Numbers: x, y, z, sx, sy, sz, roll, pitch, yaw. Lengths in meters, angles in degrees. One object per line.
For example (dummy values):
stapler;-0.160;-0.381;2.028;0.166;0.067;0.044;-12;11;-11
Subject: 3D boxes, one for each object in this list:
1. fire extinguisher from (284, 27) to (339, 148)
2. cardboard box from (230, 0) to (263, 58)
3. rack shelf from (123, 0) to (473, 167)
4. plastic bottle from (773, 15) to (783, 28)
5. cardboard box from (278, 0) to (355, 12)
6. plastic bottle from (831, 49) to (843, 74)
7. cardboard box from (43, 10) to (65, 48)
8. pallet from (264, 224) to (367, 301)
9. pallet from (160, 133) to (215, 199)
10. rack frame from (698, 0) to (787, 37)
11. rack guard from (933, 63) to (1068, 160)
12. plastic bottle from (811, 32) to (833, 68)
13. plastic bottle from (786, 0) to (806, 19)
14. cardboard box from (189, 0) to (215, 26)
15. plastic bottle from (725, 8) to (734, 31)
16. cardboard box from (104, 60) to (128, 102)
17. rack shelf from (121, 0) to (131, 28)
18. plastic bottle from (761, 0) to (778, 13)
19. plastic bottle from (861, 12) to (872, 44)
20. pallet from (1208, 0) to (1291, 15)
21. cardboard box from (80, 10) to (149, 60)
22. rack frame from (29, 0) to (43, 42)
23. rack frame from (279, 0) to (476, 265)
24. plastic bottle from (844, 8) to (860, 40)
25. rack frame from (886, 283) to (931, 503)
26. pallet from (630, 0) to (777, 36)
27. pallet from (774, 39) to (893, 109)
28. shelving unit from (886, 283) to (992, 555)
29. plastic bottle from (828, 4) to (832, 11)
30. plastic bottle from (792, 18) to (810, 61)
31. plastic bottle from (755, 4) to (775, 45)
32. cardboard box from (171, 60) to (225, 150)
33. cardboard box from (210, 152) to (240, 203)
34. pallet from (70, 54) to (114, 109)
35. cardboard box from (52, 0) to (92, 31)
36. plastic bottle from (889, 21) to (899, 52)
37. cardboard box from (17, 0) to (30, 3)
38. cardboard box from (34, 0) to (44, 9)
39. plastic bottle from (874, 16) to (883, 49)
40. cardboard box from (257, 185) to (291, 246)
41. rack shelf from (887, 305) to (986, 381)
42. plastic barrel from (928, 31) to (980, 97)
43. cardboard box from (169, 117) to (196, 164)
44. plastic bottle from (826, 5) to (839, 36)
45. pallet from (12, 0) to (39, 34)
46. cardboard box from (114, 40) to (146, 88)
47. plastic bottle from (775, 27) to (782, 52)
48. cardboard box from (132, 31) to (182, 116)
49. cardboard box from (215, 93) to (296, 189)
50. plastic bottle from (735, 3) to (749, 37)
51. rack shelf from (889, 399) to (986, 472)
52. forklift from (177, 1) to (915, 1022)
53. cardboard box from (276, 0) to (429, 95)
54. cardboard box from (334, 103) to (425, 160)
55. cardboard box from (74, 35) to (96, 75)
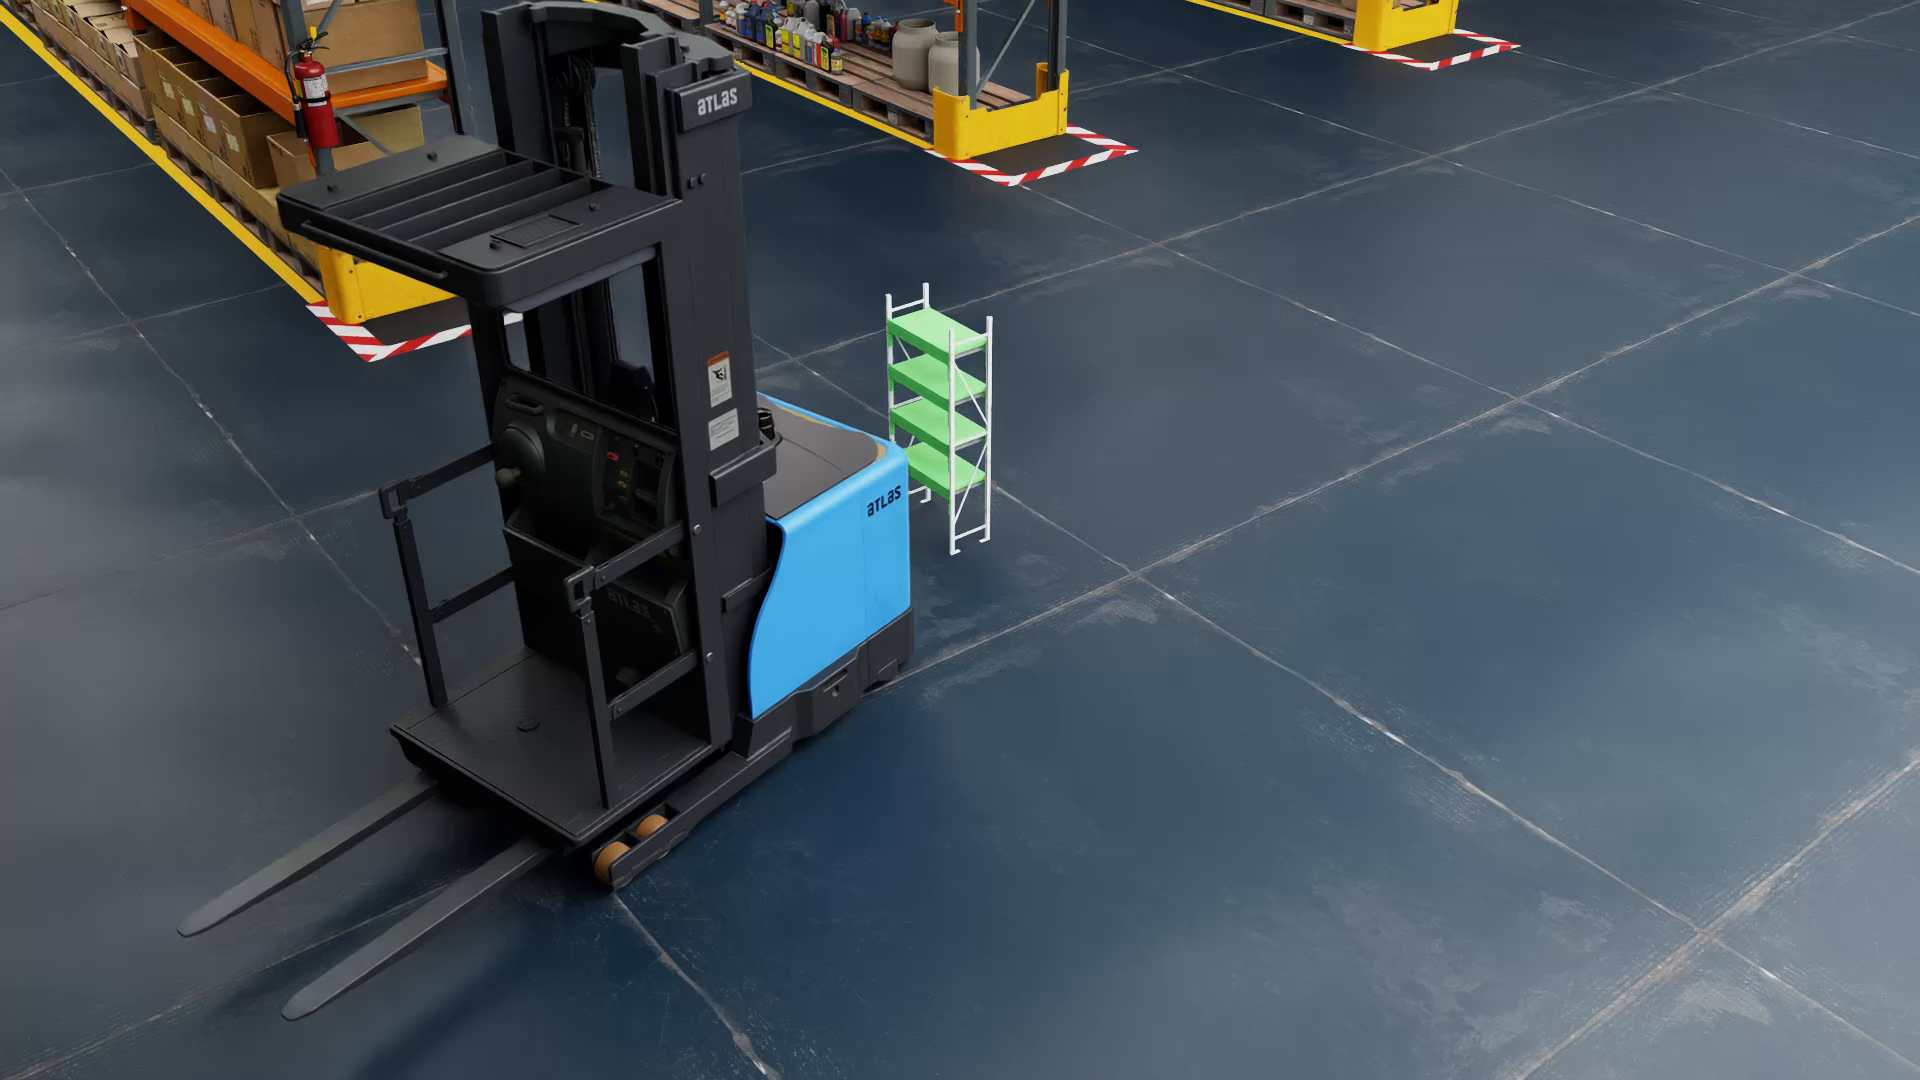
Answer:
fire extinguisher;-3.794;-2.649;9.746;0.296;0.674;0.183;-22;38;-31
cardboard box;-4.401;-3.549;11.027;0.700;0.500;0.500;-22;38;-31
rack shelf;-4.726;-3.410;11.579;1.077;0.370;4.000;-22;38;-31
plastic bottle;-1.635;-4.579;14.949;0.097;0.271;0.097;0;32;0
cardboard box;-3.884;-3.298;10.007;0.380;0.149;0.250;-23;39;-32
plastic bottle;-1.057;-4.105;14.251;0.097;0.201;0.097;0;32;0
cardboard box;-8.007;-4.704;15.189;0.500;0.250;0.500;-23;39;-33
pallet;-4.002;-2.003;11.274;1.003;0.211;1.213;-22;38;-31
pallet;-5.498;-3.019;12.911;1.003;0.211;1.213;-22;38;-31
rack frame;-2.037;-6.150;15.309;1.000;3.000;0.127;-22;38;-31
rack guard;0.332;-3.438;13.311;1.175;0.500;0.348;-22;38;-31
plastic bottle;-1.190;-4.250;14.415;0.152;0.276;0.135;-22;38;-31
plastic bottle;-1.529;-4.990;15.535;0.144;0.351;0.185;-22;38;-31
cardboard box;-5.042;-3.980;11.721;0.700;0.500;0.500;-22;38;-31
plastic bottle;-2.126;-4.831;15.421;0.097;0.201;0.097;0;32;0
cardboard box;-6.744;-3.850;13.813;0.500;0.250;0.500;-23;39;-32
rack shelf;-7.179;-5.077;14.263;1.077;0.370;4.000;-22;38;-31
plastic bottle;-1.756;-4.788;15.209;0.144;0.351;0.185;-22;38;-31
plastic bottle;-0.846;-4.636;15.041;0.097;0.271;0.097;0;32;0
pallet;3.067;-5.791;17.373;1.003;0.211;1.213;-22;38;-31
cardboard box;-7.055;-4.297;14.002;0.500;0.311;0.500;-22;38;-32
rack frame;-8.405;-6.216;15.415;1.000;3.000;0.127;-22;38;-31
rack frame;-3.499;-2.882;10.047;1.000;3.000;0.127;-22;38;-31
plastic bottle;-1.002;-4.721;15.173;0.152;0.276;0.135;-22;38;-31
rack frame;-0.251;-0.680;8.208;0.240;1.200;0.015;-22;38;-31
pallet;-2.550;-5.280;16.551;1.003;0.211;1.213;-22;38;-31
pallet;-0.906;-4.163;14.753;1.003;0.211;1.213;-22;38;-31
shelving unit;-0.101;-0.579;8.045;0.258;1.200;0.503;-22;38;-31
plastic bottle;-1.164;-4.873;15.411;0.061;0.283;0.133;-20;37;-28
plastic bottle;-1.380;-4.408;14.597;0.144;0.351;0.185;-21;37;-29
plastic bottle;-1.754;-4.662;15.007;0.144;0.351;0.185;-24;39;-33
cardboard box;-5.302;-3.167;12.003;0.500;0.500;0.500;-22;38;-31
cardboard box;-4.991;-2.641;11.868;0.500;0.250;0.500;-22;38;-31
pallet;-7.187;-4.168;14.760;1.003;0.211;1.213;-22;38;-31
cardboard box;-7.676;-4.722;14.686;0.500;0.311;0.500;-23;39;-33
plastic bottle;-0.574;-4.473;14.766;0.061;0.283;0.133;-22;38;-31
cardboard box;-9.164;-5.655;16.464;0.500;0.500;0.500;-21;37;-30
cardboard box;-8.316;-5.151;15.378;0.500;0.311;0.500;-21;37;-30
plastic bottle;-0.722;-4.552;14.905;0.097;0.271;0.097;0;32;0
cardboard box;-4.378;-2.225;11.197;0.500;0.250;0.500;-22;38;-31
rack shelf;-0.101;-0.932;7.825;0.258;0.148;0.480;-22;38;-31
plastic barrel;-0.048;-3.854;13.572;0.421;0.512;0.421;0;32;0
cardboard box;-5.605;-3.058;12.539;0.500;0.250;0.500;-22;38;-31
plastic bottle;-1.164;-4.749;15.211;0.061;0.283;0.133;-22;38;-31
pallet;-8.833;-5.355;16.672;1.003;0.211;1.213;-22;38;-31
cardboard box;-6.427;-3.874;13.320;0.500;0.311;0.500;-22;38;-31
plastic bottle;-1.599;-4.473;14.845;0.097;0.201;0.097;0;32;0
cardboard box;-5.915;-3.583;12.674;0.500;0.500;0.500;-22;38;-31
cardboard box;-4.688;-2.750;11.332;0.500;0.500;0.500;-22;38;-31
plastic bottle;-1.968;-4.779;15.267;0.152;0.276;0.135;-21;37;-30
rack shelf;-0.101;-0.524;8.078;0.258;0.148;0.480;-22;38;-31
forklift;-1.494;-0.250;5.875;1.130;2.935;3.031;22;38;31
cardboard box;-3.776;-3.123;10.341;0.700;0.500;0.500;-22;38;-31
cardboard box;-3.961;-2.714;11.274;0.500;0.500;0.500;-22;38;-31
cardboard box;-7.369;-4.275;14.499;0.500;0.250;0.500;-21;38;-30
